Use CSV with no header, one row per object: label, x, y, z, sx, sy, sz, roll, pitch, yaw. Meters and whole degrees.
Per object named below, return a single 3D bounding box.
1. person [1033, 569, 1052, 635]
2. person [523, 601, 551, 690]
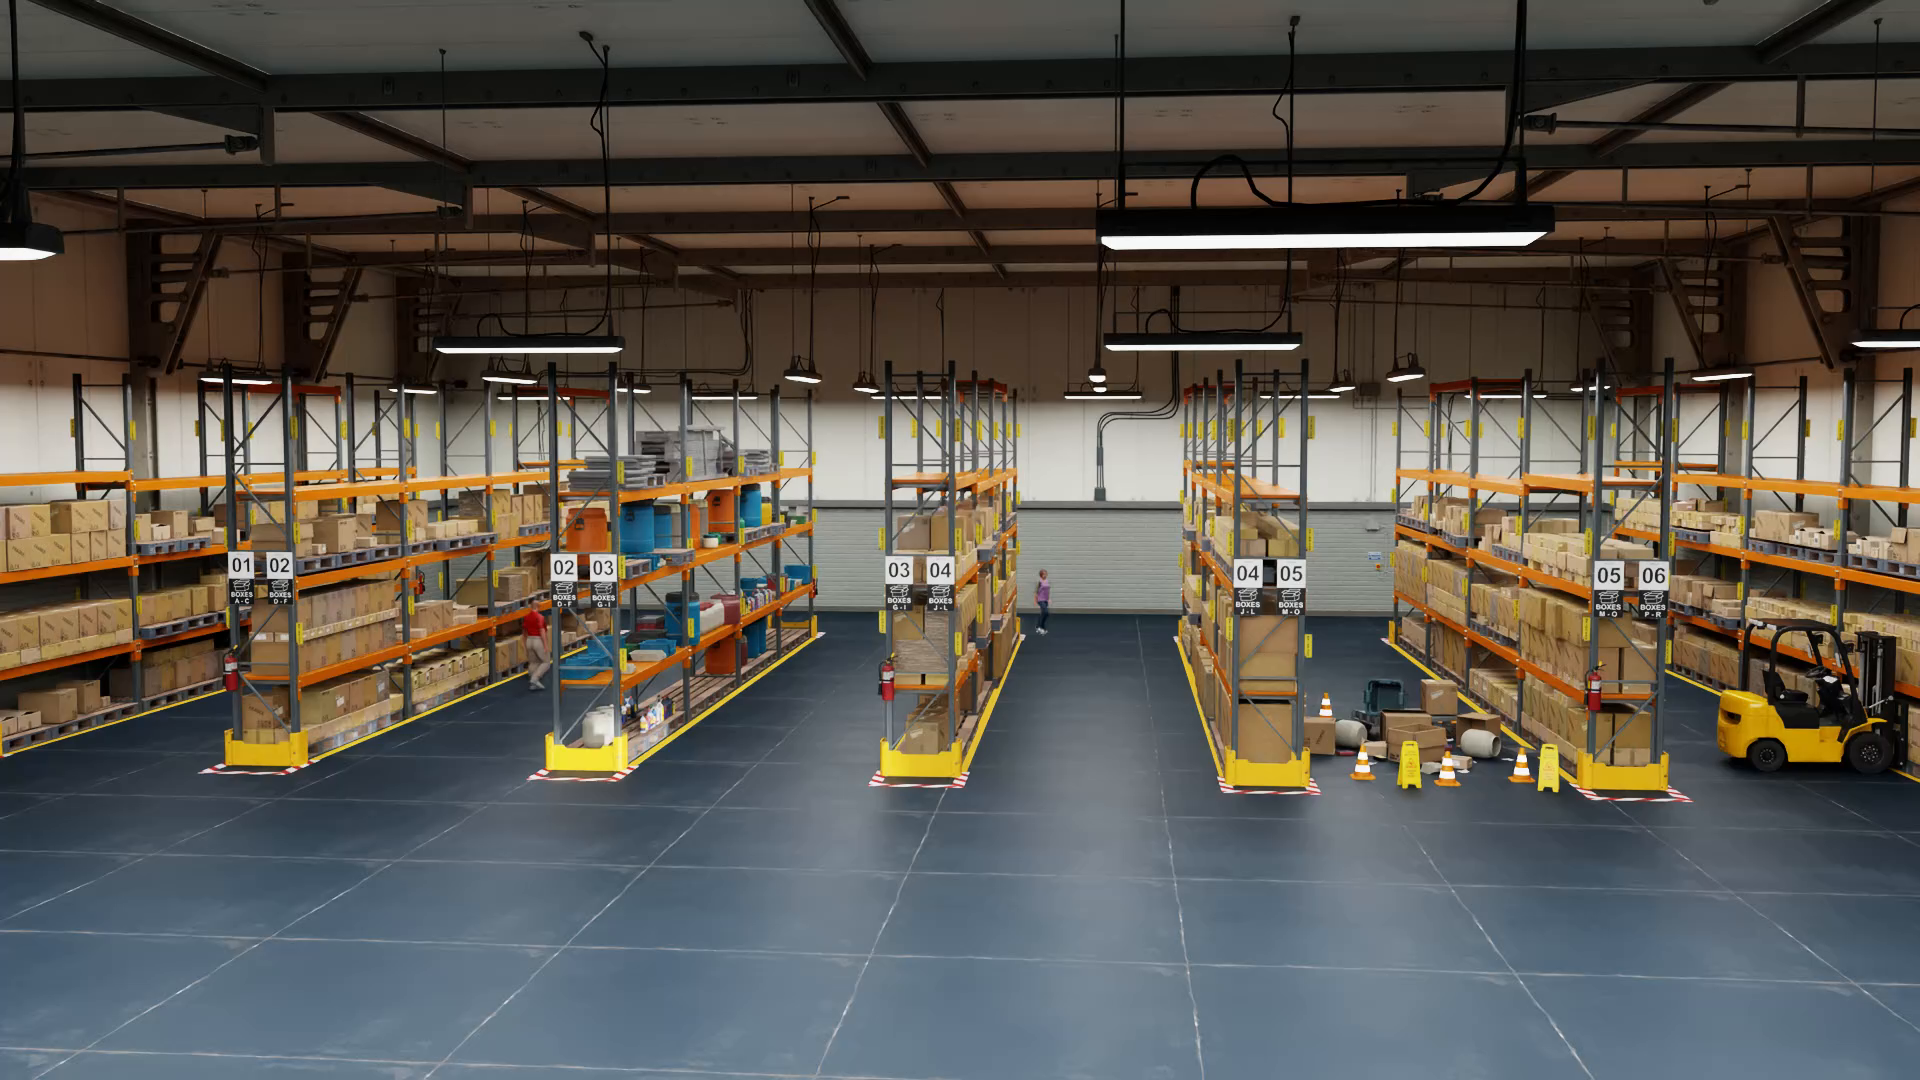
person,2.036,1.524,40.796,0.455,1.626,0.458,2,5,34
person,-8.203,2.036,32.025,0.587,1.722,0.512,2,4,30
